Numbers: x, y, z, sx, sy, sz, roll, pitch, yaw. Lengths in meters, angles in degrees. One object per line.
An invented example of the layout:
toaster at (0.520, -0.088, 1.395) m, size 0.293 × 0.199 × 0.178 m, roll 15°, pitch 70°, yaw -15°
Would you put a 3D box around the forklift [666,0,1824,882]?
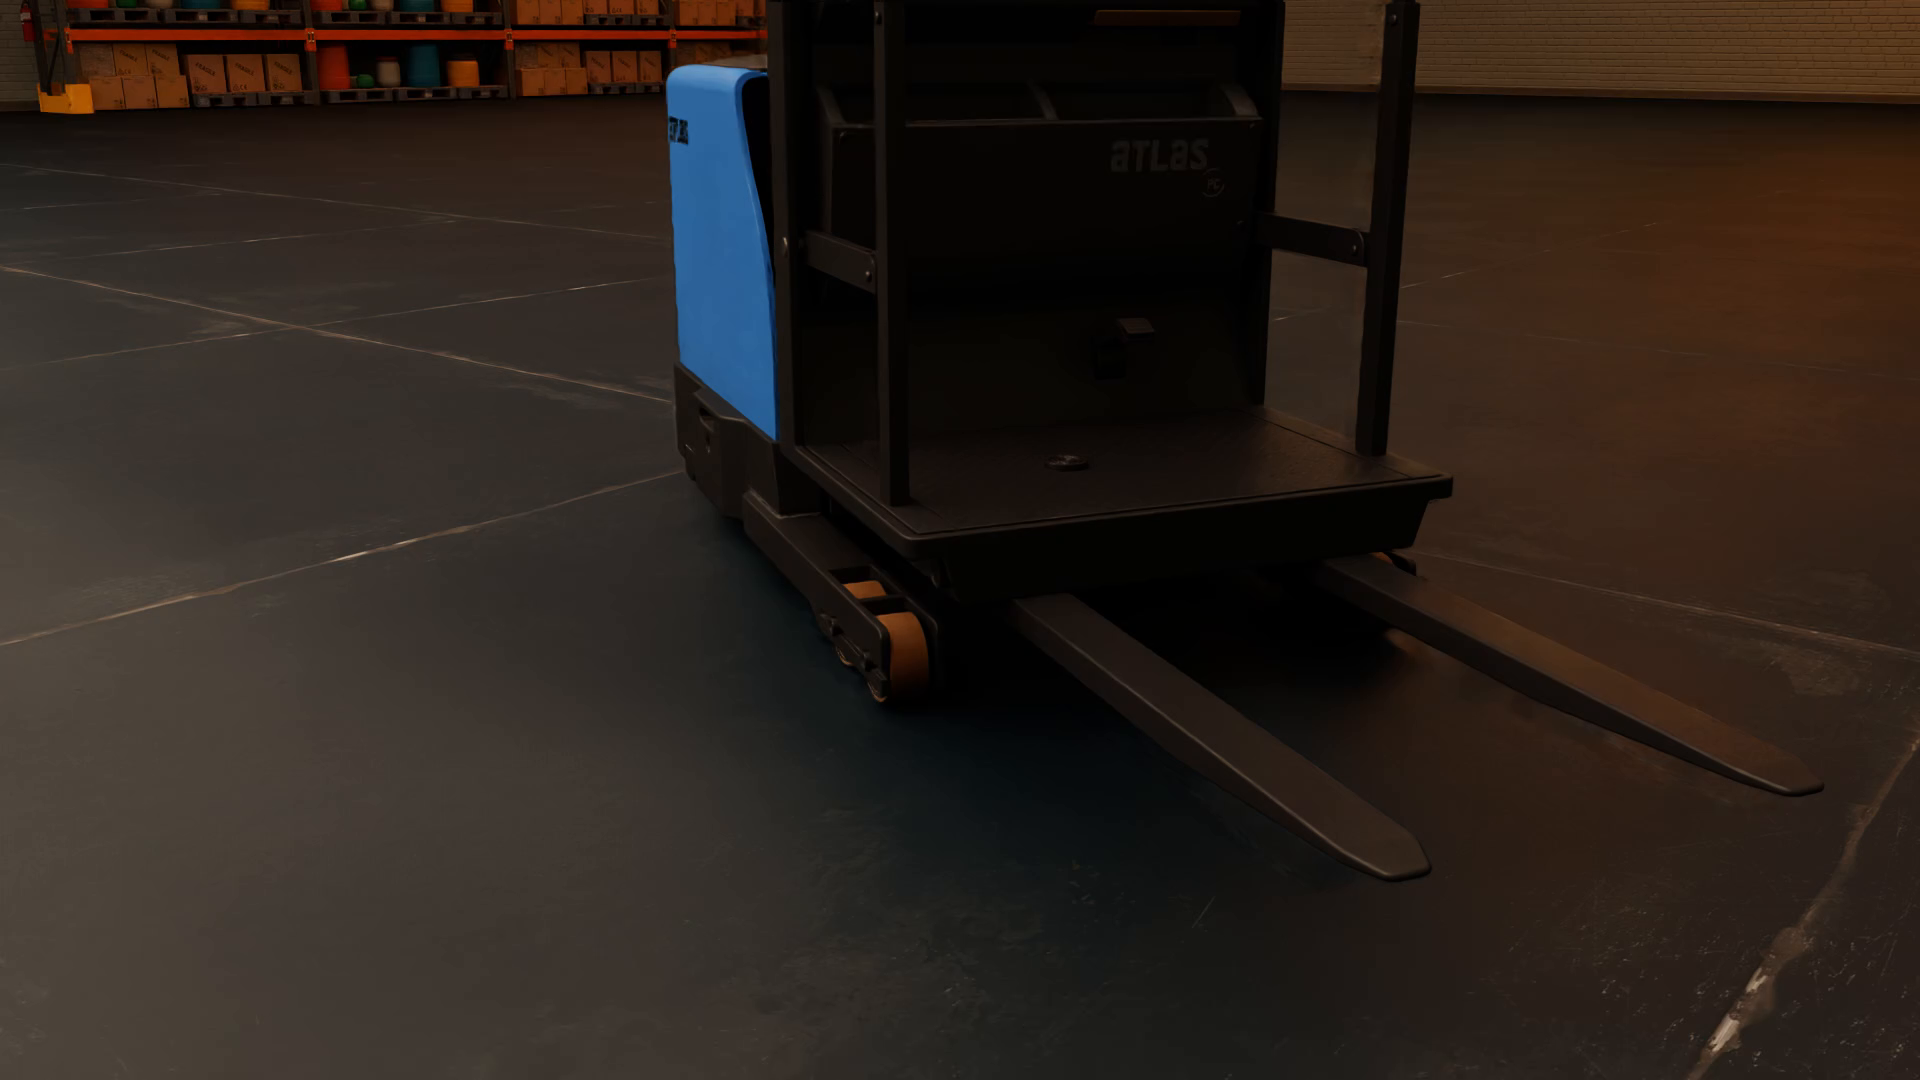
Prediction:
forklift at (0.247, -1.247, 3.003) m, size 1.130 × 2.935 × 3.031 m, roll -7°, pitch 18°, yaw -21°
